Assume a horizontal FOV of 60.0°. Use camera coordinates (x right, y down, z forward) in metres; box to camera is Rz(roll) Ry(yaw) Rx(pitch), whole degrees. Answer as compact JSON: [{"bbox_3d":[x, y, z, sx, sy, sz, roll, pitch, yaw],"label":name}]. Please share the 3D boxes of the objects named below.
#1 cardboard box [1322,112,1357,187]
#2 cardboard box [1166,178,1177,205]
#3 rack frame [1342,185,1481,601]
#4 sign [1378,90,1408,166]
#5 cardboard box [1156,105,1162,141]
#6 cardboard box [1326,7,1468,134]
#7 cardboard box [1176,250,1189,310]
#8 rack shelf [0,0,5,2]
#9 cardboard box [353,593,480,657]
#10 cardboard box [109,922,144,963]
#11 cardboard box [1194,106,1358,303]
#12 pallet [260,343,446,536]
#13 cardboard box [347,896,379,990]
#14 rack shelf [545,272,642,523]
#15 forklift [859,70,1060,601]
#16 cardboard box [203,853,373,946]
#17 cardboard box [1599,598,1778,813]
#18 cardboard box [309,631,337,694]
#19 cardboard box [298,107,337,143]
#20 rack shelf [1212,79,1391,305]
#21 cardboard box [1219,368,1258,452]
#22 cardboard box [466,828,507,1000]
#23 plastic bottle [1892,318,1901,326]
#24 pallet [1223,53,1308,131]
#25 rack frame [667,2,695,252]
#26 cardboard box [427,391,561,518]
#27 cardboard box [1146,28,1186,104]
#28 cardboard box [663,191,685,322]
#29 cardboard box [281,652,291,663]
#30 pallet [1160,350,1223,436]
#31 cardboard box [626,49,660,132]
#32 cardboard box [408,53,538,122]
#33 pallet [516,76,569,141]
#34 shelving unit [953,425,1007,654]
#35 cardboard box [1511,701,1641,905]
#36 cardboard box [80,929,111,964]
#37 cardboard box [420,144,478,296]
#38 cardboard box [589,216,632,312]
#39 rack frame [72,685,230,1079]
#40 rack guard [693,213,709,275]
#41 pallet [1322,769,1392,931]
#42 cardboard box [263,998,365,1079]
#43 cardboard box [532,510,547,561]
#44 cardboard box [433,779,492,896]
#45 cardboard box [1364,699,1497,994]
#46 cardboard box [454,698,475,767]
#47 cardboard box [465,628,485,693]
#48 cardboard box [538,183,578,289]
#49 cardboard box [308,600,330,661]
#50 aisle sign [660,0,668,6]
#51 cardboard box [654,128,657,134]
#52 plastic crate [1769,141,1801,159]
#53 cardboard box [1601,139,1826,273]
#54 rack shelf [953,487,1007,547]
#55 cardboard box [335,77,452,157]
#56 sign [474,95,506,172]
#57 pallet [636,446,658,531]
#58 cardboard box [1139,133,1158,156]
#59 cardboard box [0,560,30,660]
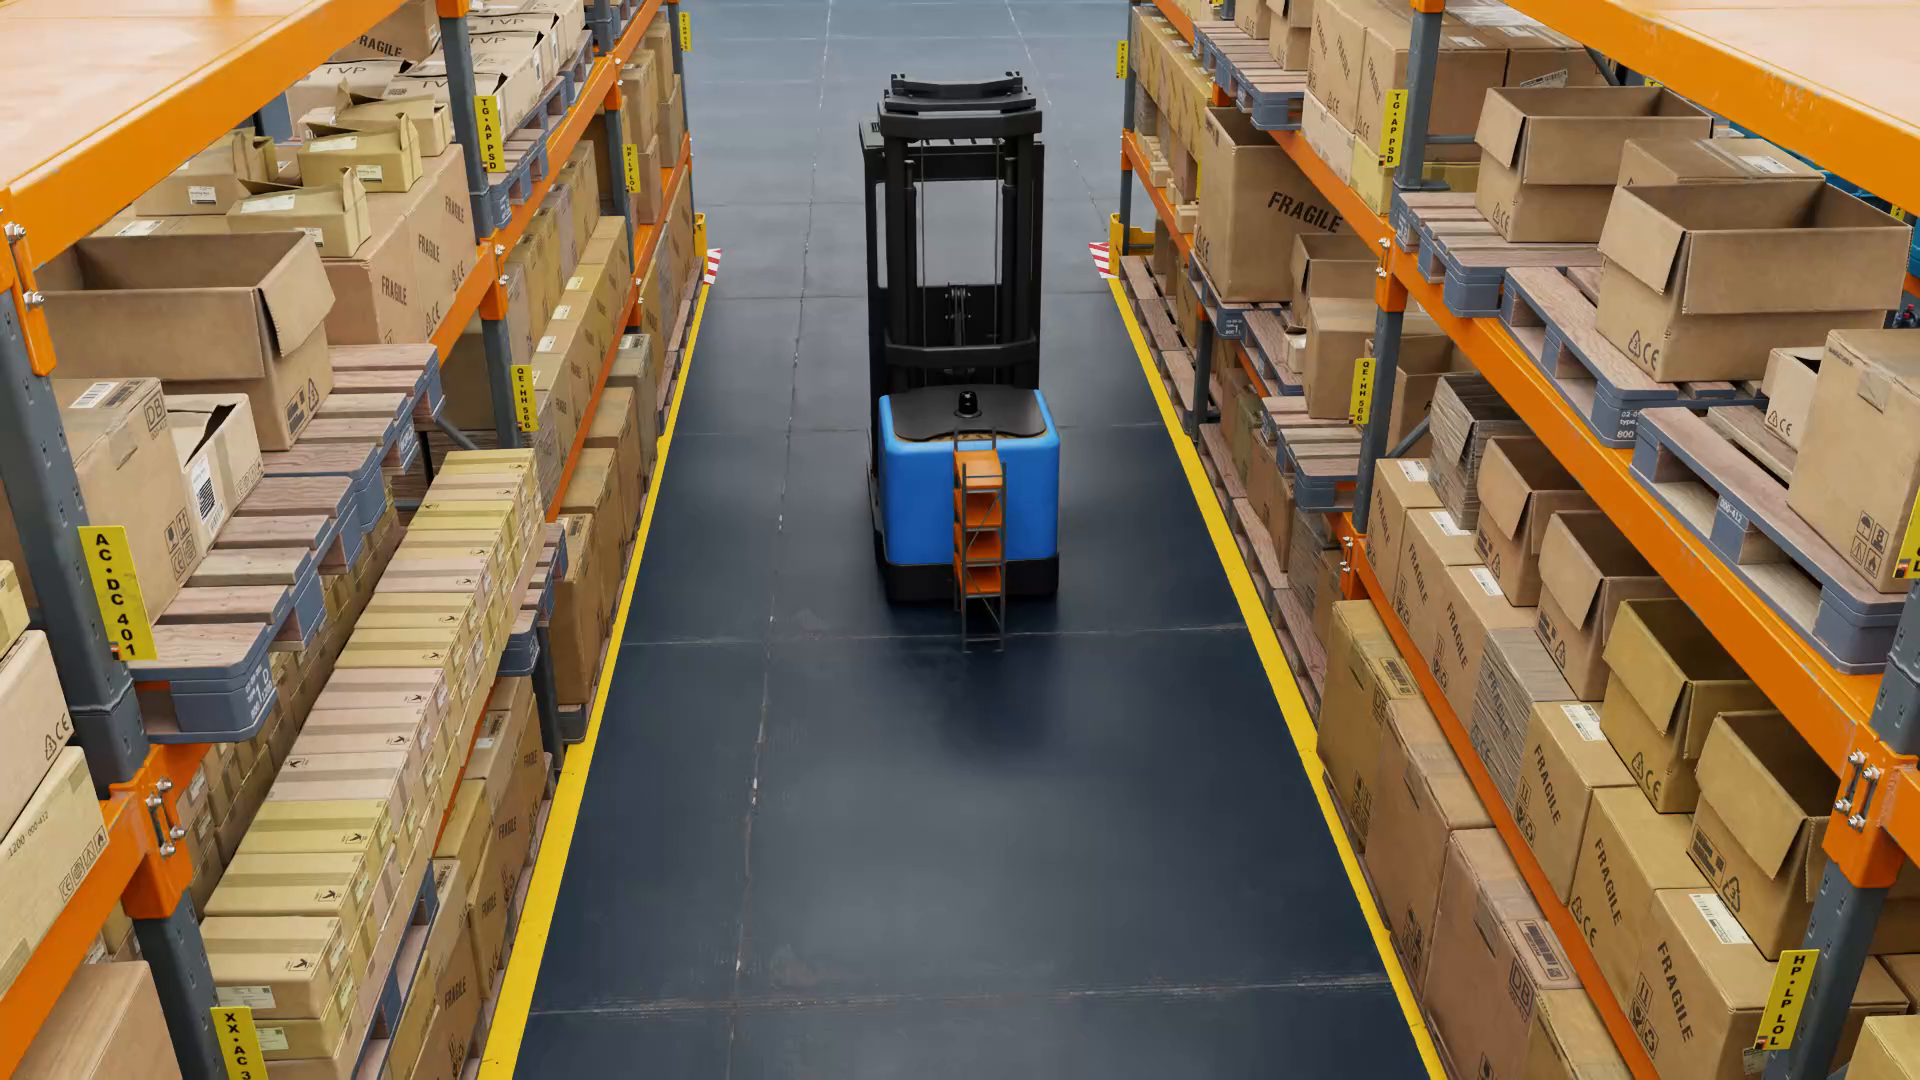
[{"bbox_3d":[2.103,-1.934,8.195,0.500,0.250,0.500,-1,28,-3],"label":"cardboard box"},{"bbox_3d":[1.835,-2.749,13.111,0.380,0.149,0.250,-1,28,-3],"label":"cardboard box"},{"bbox_3d":[2.412,-0.228,8.006,1.000,3.000,0.127,-1,28,-3],"label":"rack frame"},{"bbox_3d":[1.870,-1.775,7.169,0.100,0.325,0.005,-1,28,-3],"label":"sign"},{"bbox_3d":[2.142,-3.616,14.072,0.875,0.500,0.500,-1,28,-3],"label":"cardboard box"},{"bbox_3d":[2.100,-2.275,8.038,0.500,0.500,0.500,-1,28,-3],"label":"cardboard box"},{"bbox_3d":[2.090,-2.147,13.934,0.500,0.500,0.500,1,28,2],"label":"cardboard box"},{"bbox_3d":[-7.797,-3.771,12.333,1.077,0.370,4.000,-1,28,-3],"label":"rack shelf"},{"bbox_3d":[-1.998,0.319,6.131,0.380,0.149,0.250,0,28,0],"label":"cardboard box"},{"bbox_3d":[-2.570,1.185,4.793,0.380,0.149,0.250,-1,28,-2],"label":"cardboard box"},{"bbox_3d":[2.105,-2.157,10.602,1.000,1.000,1.000,-1,28,-2],"label":"cardboard box"},{"bbox_3d":[-2.320,-0.321,5.144,1.213,0.211,1.003,-1,28,-3],"label":"pallet"},{"bbox_3d":[-1.914,1.173,4.816,0.380,0.149,0.250,-2,28,-4],"label":"cardboard box"},{"bbox_3d":[-2.651,-0.760,9.803,1.077,0.370,4.000,-1,28,-3],"label":"rack shelf"},{"bbox_3d":[-0.060,-1.587,10.686,1.130,2.935,3.031,-3,28,-5],"label":"forklift"},{"bbox_3d":[-1.919,1.032,4.764,0.380,0.149,0.250,-1,28,-1],"label":"cardboard box"},{"bbox_3d":[2.555,0.518,5.383,0.797,0.503,0.637,-1,28,-2],"label":"cardboard box"},{"bbox_3d":[-2.664,0.478,6.470,0.380,0.149,0.250,-1,28,-1],"label":"cardboard box"},{"bbox_3d":[-2.797,-1.883,7.626,0.380,0.166,0.250,-1,28,-3],"label":"cardboard box"},{"bbox_3d":[2.308,-2.163,9.250,1.077,0.370,4.000,-1,28,-3],"label":"rack shelf"},{"bbox_3d":[2.214,-0.878,11.479,0.700,0.500,0.500,-3,28,-7],"label":"cardboard box"},{"bbox_3d":[-2.184,1.548,6.849,0.500,0.500,0.500,-3,28,-5],"label":"cardboard box"},{"bbox_3d":[7.394,-1.627,13.163,0.097,0.271,0.097,0,28,0],"label":"plastic bottle"},{"bbox_3d":[2.187,-2.556,9.428,1.213,0.211,1.003,-1,28,-3],"label":"pallet"},{"bbox_3d":[-2.964,-3.850,14.949,1.000,3.000,0.127,-1,28,-3],"label":"rack frame"},{"bbox_3d":[-2.300,-0.413,8.253,0.500,0.500,0.500,-1,28,-2],"label":"cardboard box"},{"bbox_3d":[1.798,-3.820,13.381,0.500,0.500,0.500,-1,28,-3],"label":"cardboard box"},{"bbox_3d":[-2.815,-2.376,13.967,0.875,0.875,0.875,-2,28,-3],"label":"cardboard box"},{"bbox_3d":[-2.645,0.331,6.107,0.380,0.149,0.250,-1,28,-1],"label":"cardboard box"},{"bbox_3d":[2.133,-1.148,12.786,1.003,0.211,1.213,-1,28,-3],"label":"pallet"},{"bbox_3d":[-2.811,-3.467,12.886,0.875,0.550,0.500,-1,28,-3],"label":"cardboard box"},{"bbox_3d":[-2.390,-2.220,8.181,0.500,0.250,0.500,-1,28,-1],"label":"cardboard box"},{"bbox_3d":[-2.694,-2.214,8.774,1.003,0.211,1.213,0,28,0],"label":"pallet"},{"bbox_3d":[0.109,0.000,9.515,0.258,1.200,0.503,-3,28,-5],"label":"shelving unit"},{"bbox_3d":[2.271,0.896,5.743,0.500,0.500,0.500,-2,28,-3],"label":"cardboard box"},{"bbox_3d":[-2.553,1.173,4.494,0.380,0.149,0.250,0,28,0],"label":"cardboard box"},{"bbox_3d":[-2.263,-1.272,6.655,0.500,0.500,0.500,-1,28,-3],"label":"cardboard box"},{"bbox_3d":[-2.461,-1.812,10.935,0.500,0.500,0.500,-2,28,-3],"label":"cardboard box"},{"bbox_3d":[-2.337,1.692,4.324,1.000,3.000,0.127,-1,28,-3],"label":"rack frame"},{"bbox_3d":[-2.965,-2.752,15.549,1.175,0.500,0.348,-1,28,-3],"label":"rack guard"},{"bbox_3d":[2.378,1.374,7.949,1.003,0.211,1.213,-1,28,-3],"label":"pallet"},{"bbox_3d":[-1.899,1.424,4.655,0.380,0.149,0.250,-3,28,-5],"label":"cardboard box"},{"bbox_3d":[-2.061,-0.013,7.411,0.380,0.149,0.250,-1,28,-2],"label":"cardboard box"},{"bbox_3d":[-2.201,1.212,6.683,0.500,0.250,0.500,-1,28,-1],"label":"cardboard box"},{"bbox_3d":[2.466,1.259,6.999,1.225,0.875,0.875,-1,28,-2],"label":"cardboard box"},{"bbox_3d":[-1.982,0.705,6.034,0.380,0.149,0.250,-3,28,-5],"label":"cardboard box"},{"bbox_3d":[-1.996,0.451,6.200,0.380,0.149,0.250,-1,28,-1],"label":"cardboard box"},{"bbox_3d":[-2.668,-1.790,9.811,0.700,0.500,0.500,-1,28,-2],"label":"cardboard box"},{"bbox_3d":[-2.662,0.346,6.401,0.380,0.149,0.250,-1,28,-3],"label":"cardboard box"},{"bbox_3d":[-2.668,-5.042,14.425,0.394,0.787,0.004,-1,28,-3],"label":"aisle sign"},{"bbox_3d":[-2.945,-3.231,13.601,0.875,0.550,0.550,-1,28,-3],"label":"cardboard box"},{"bbox_3d":[7.294,-3.452,14.349,0.499,0.251,0.408,-1,28,-3],"label":"plastic crate"},{"bbox_3d":[2.649,-1.112,5.895,0.500,0.500,0.500,0,28,0],"label":"cardboard box"},{"bbox_3d":[0.109,-0.139,9.442,0.258,0.148,0.480,-3,28,-5],"label":"rack shelf"},{"bbox_3d":[-2.266,-1.688,6.626,0.396,0.266,0.258,-1,28,-3],"label":"cardboard box"},{"bbox_3d":[-2.004,-1.726,7.076,0.100,0.325,0.005,-1,28,-3],"label":"sign"},{"bbox_3d":[-2.640,-0.411,11.373,1.003,0.211,1.213,-1,28,-3],"label":"pallet"},{"bbox_3d":[1.763,-3.442,14.440,0.380,0.149,0.250,-1,28,-3],"label":"cardboard box"},{"bbox_3d":[-2.048,0.168,3.193,0.380,0.149,0.250,-3,28,-5],"label":"cardboard box"}]
